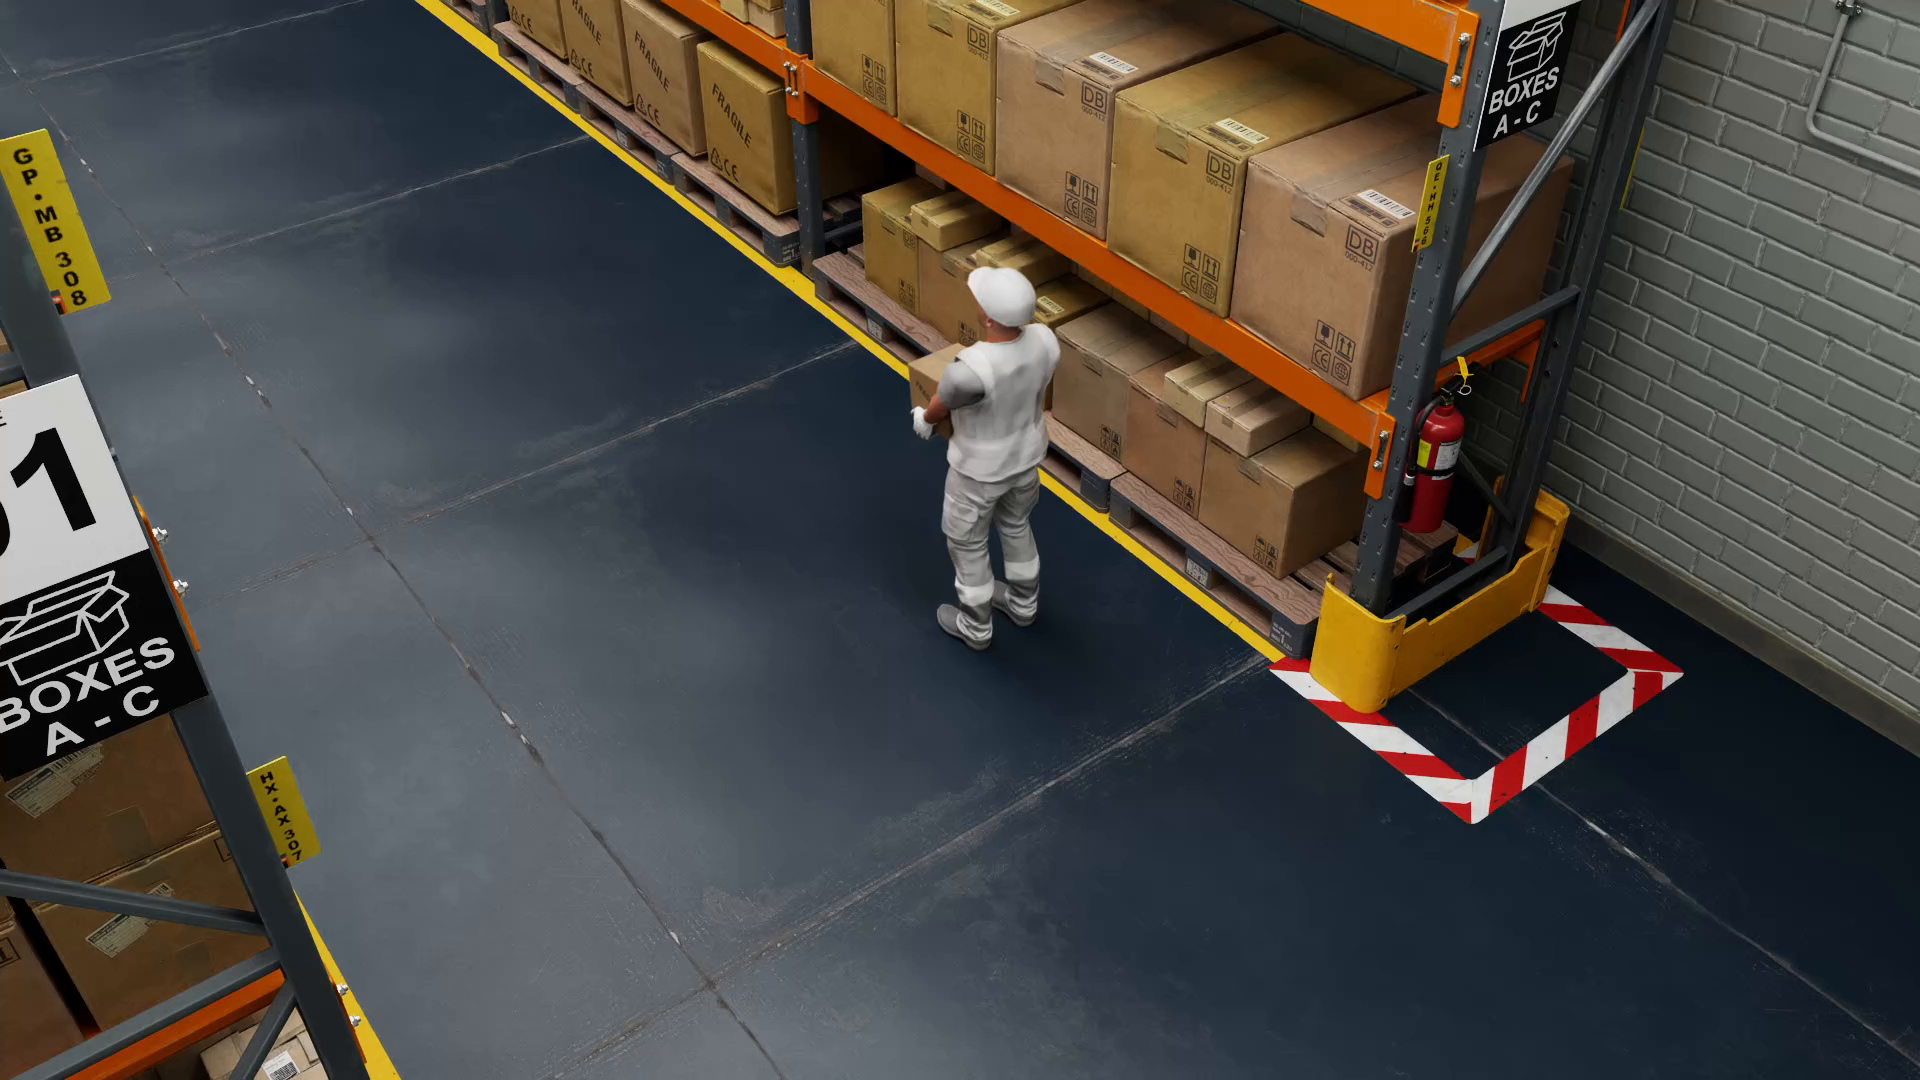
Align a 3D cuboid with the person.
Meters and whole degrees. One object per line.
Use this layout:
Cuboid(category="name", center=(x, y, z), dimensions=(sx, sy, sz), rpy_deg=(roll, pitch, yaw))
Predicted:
Cuboid(category="person", center=(0.081, -0.364, 6.578), dimensions=(0.473, 1.782, 0.563), rpy_deg=(-26, 46, -27))
